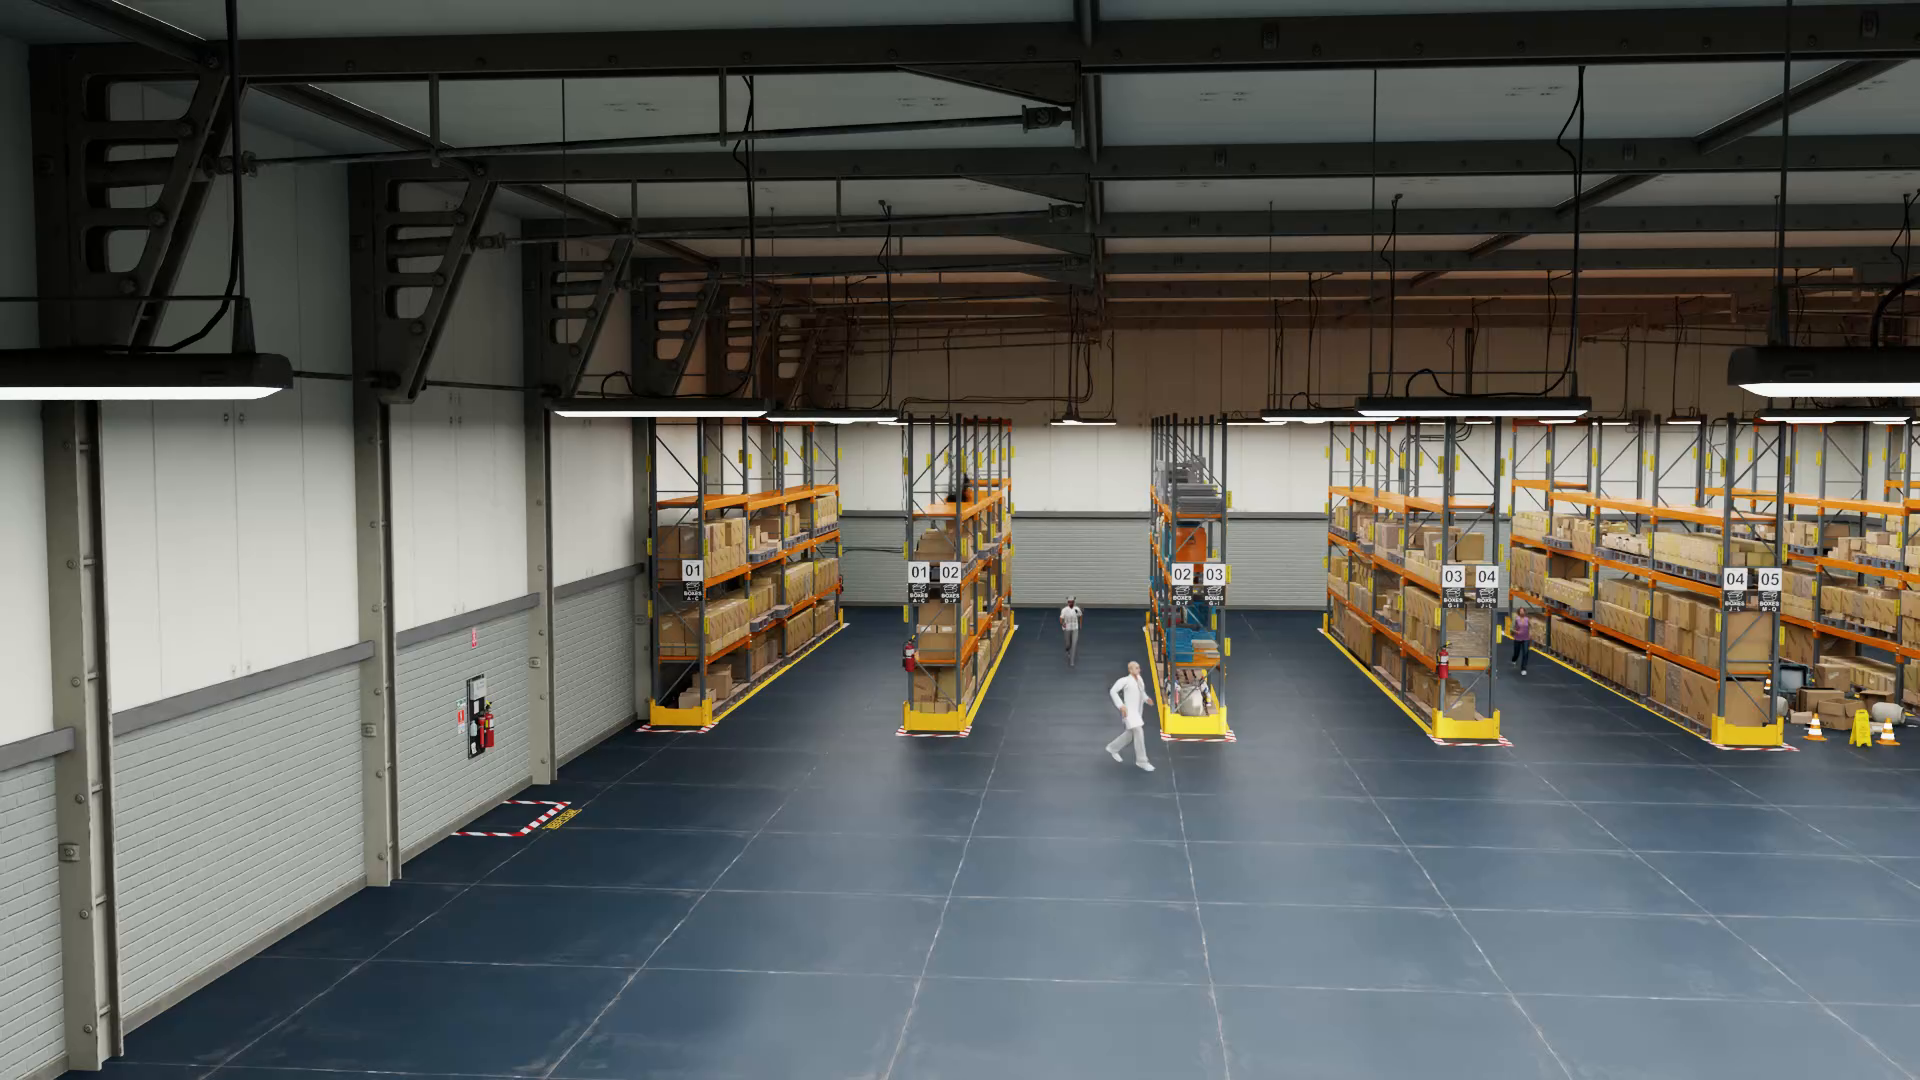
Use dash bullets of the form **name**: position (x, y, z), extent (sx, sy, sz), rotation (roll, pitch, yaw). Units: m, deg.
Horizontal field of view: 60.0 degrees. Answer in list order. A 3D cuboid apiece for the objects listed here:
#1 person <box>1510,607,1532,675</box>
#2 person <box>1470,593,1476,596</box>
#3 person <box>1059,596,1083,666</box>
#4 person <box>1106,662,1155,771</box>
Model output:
- **person**: position (13.065, 2.332, 38.715), extent (0.549, 1.566, 0.781), rotation (0, 4, 2)
- **person**: position (13.830, 1.895, 44.954), extent (0.599, 1.635, 0.583), rotation (1, 4, 16)
- **person**: position (2.701, 2.185, 40.368), extent (0.588, 1.696, 0.827), rotation (0, 4, 0)
- **person**: position (2.884, 2.944, 28.092), extent (0.993, 1.798, 0.712), rotation (3, 5, 34)
